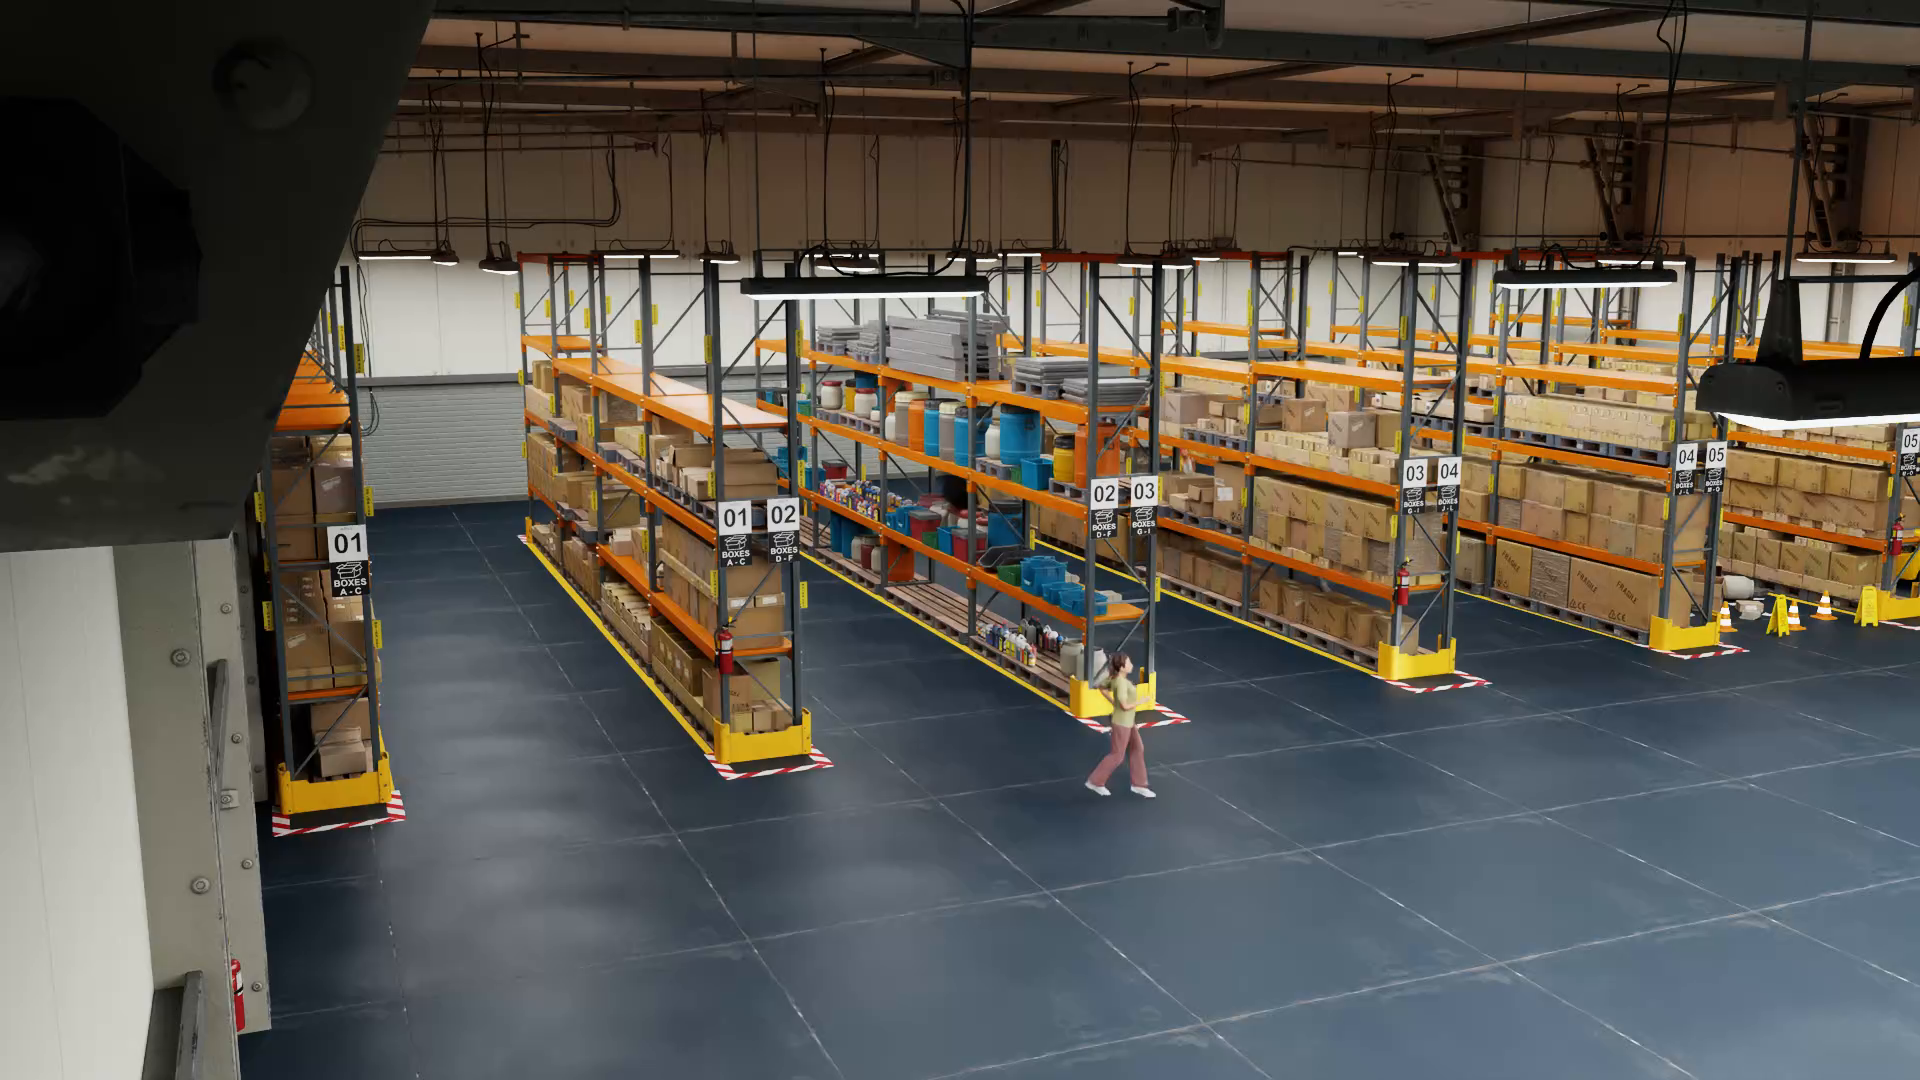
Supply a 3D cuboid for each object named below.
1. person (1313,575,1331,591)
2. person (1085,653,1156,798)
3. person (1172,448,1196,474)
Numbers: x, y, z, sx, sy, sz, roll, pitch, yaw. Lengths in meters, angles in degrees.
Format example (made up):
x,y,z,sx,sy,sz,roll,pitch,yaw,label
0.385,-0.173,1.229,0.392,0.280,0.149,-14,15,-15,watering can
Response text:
x,y,z,sx,sy,sz,roll,pitch,yaw,label
6.584,0.071,30.182,0.603,1.651,0.624,-5,11,-24,person
1.828,2.109,18.773,0.814,1.703,0.565,1,10,3,person
4.970,-1.222,36.723,0.675,1.761,0.867,-3,11,-16,person
